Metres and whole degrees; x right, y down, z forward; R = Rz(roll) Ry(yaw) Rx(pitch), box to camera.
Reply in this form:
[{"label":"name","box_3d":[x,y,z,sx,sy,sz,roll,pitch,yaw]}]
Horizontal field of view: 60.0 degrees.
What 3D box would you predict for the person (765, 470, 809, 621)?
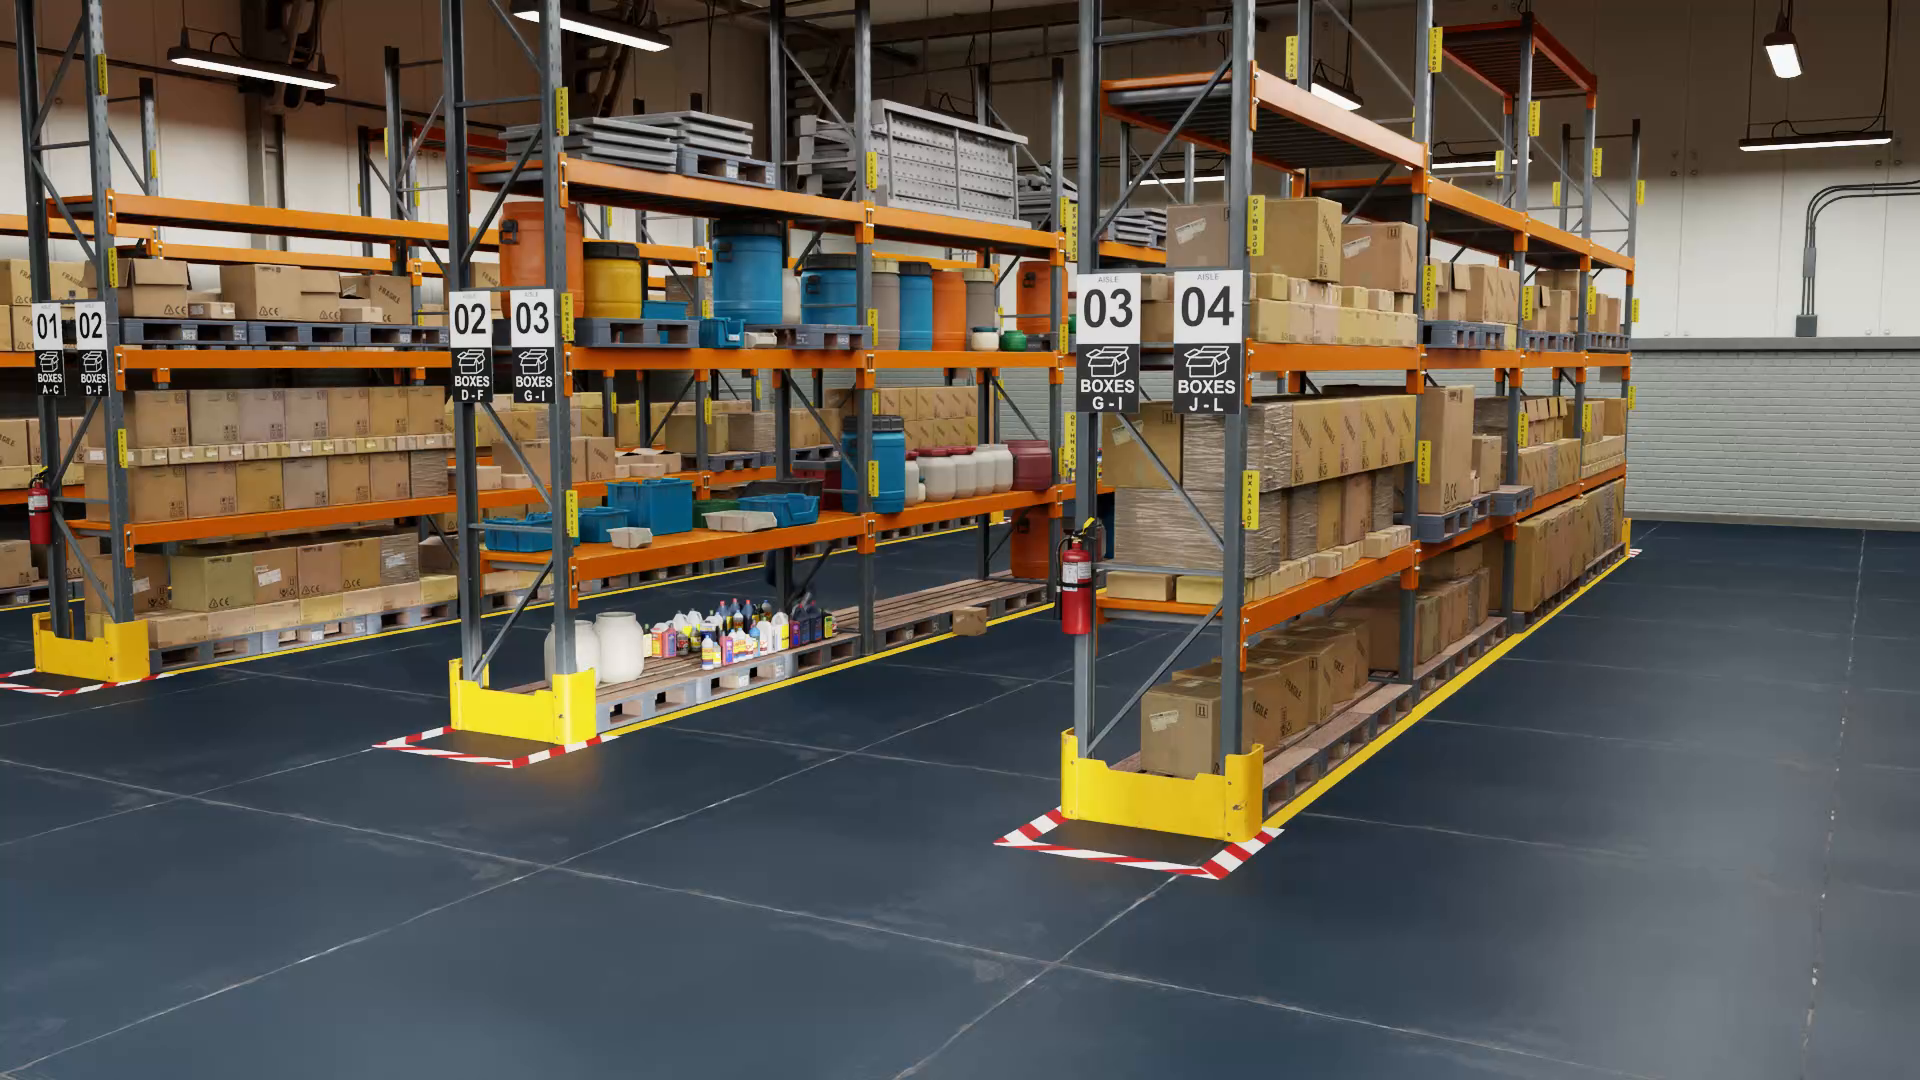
[{"label":"person","box_3d":[-1.760,0.074,16.987,0.587,1.576,0.414,-5,8,-37]}]
